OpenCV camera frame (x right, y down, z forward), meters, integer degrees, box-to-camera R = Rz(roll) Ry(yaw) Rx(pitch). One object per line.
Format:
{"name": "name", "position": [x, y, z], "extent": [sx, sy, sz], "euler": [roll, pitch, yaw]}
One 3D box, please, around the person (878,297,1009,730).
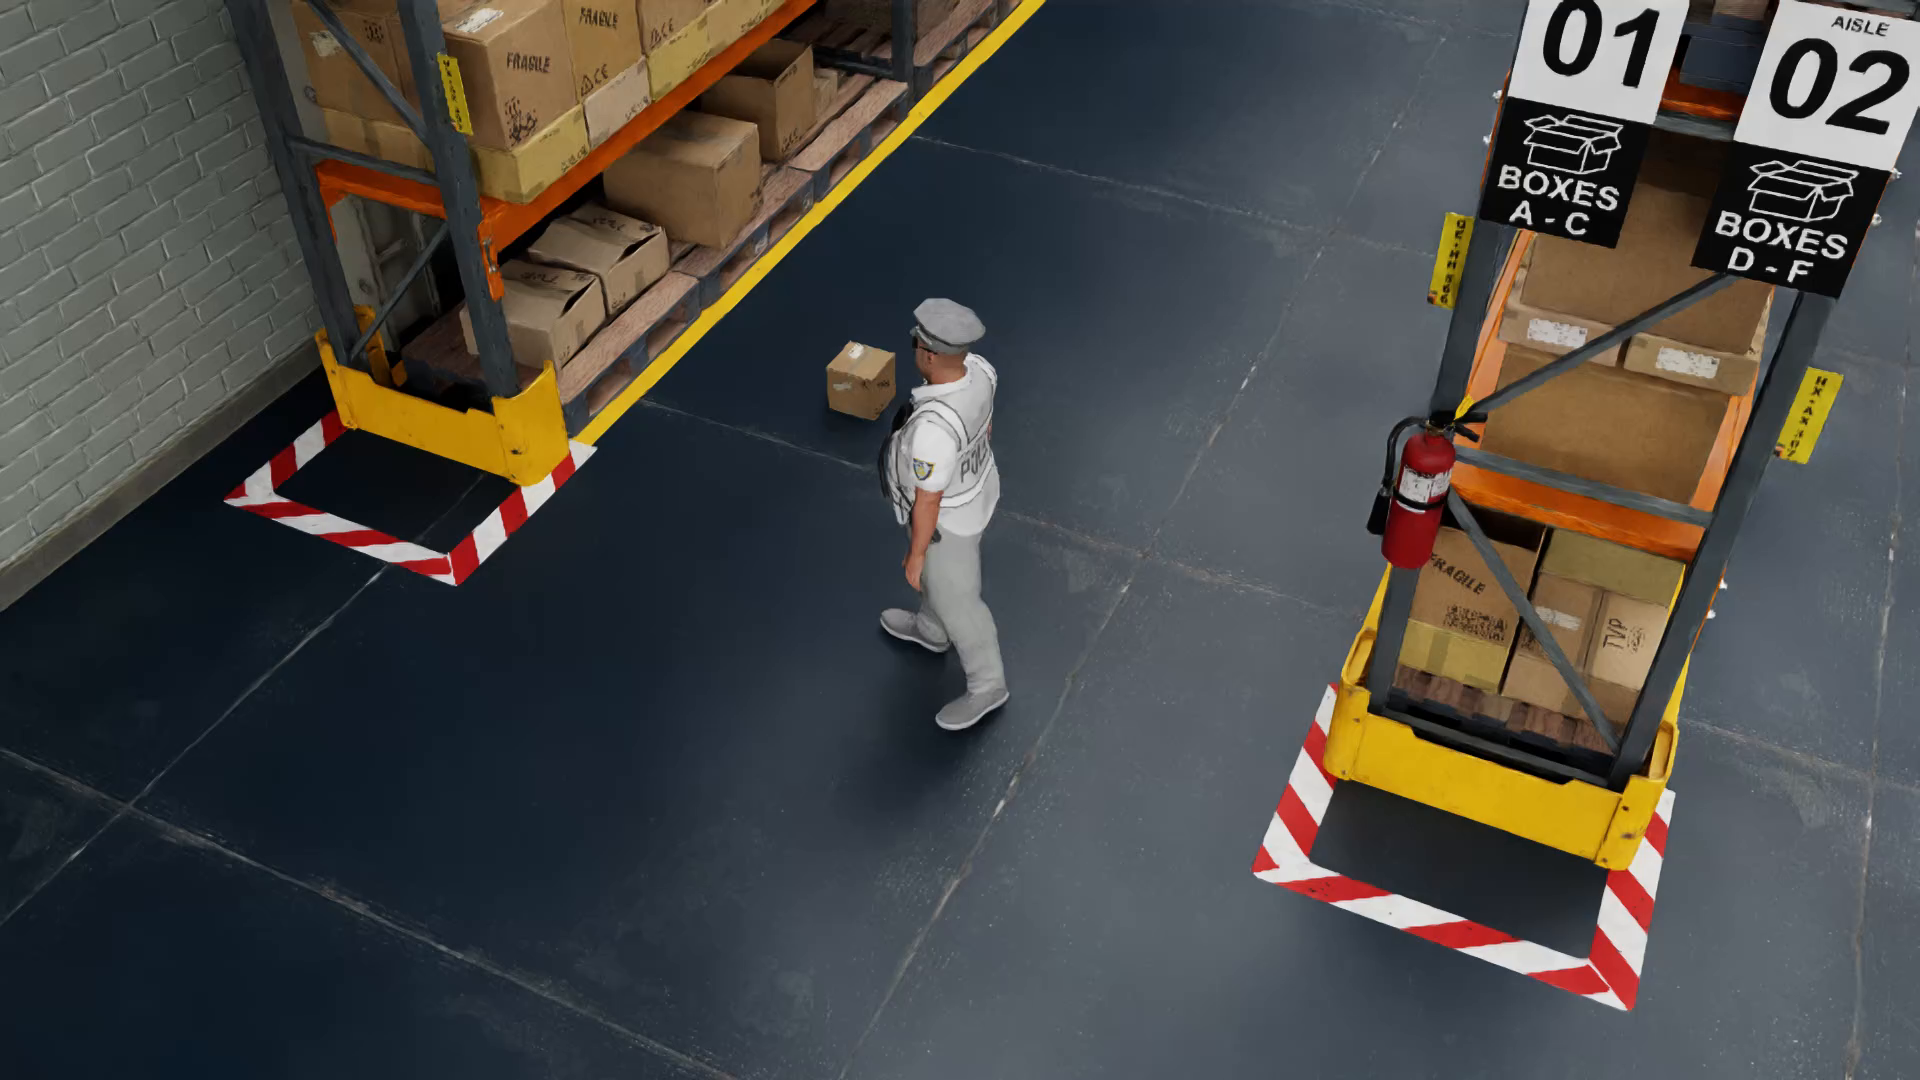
{"name": "person", "position": [-0.067, -0.154, 6.310], "extent": [0.639, 1.748, 0.761], "euler": [11, 43, 12]}
